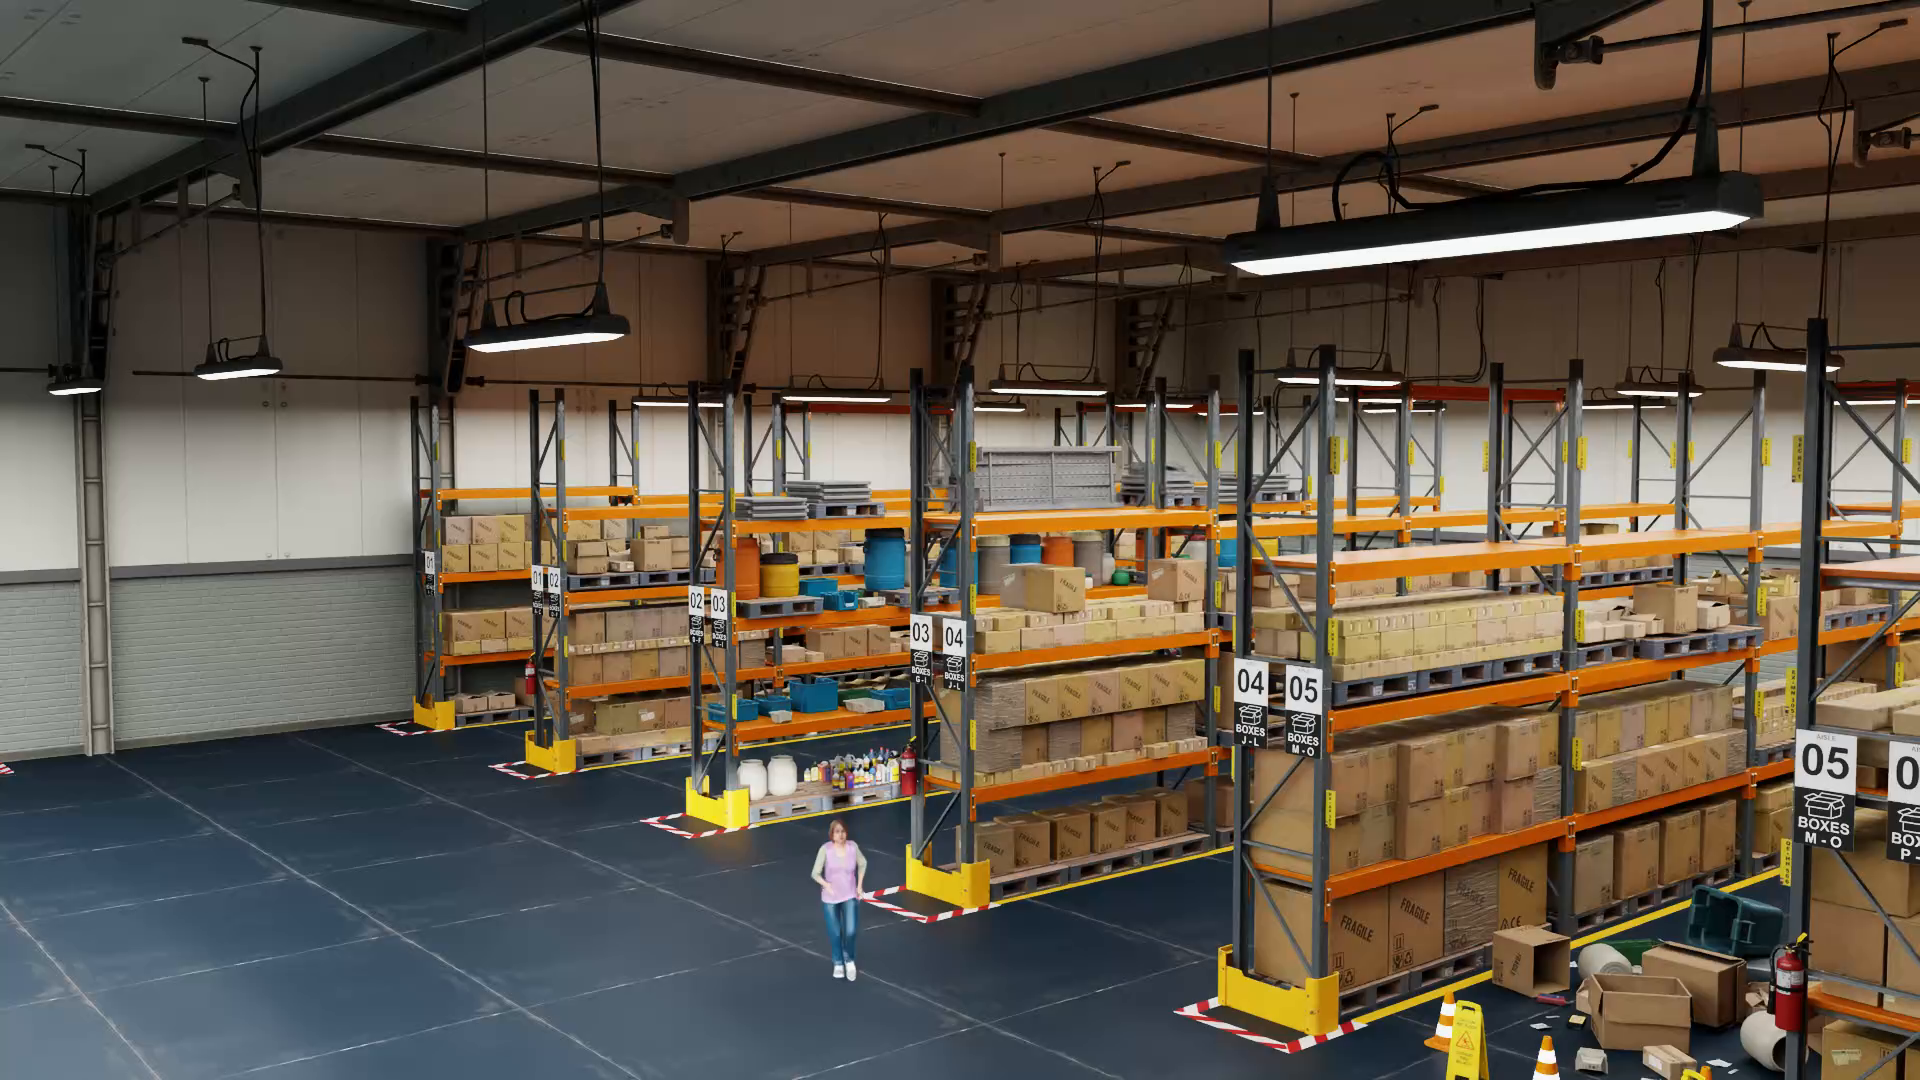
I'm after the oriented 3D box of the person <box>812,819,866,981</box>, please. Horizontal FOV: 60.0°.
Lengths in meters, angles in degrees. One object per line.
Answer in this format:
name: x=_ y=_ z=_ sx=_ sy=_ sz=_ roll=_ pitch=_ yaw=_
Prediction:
person: x=-1.144 y=3.435 z=15.839 sx=0.535 sy=1.568 sz=0.615 roll=0 pitch=3 yaw=-7
